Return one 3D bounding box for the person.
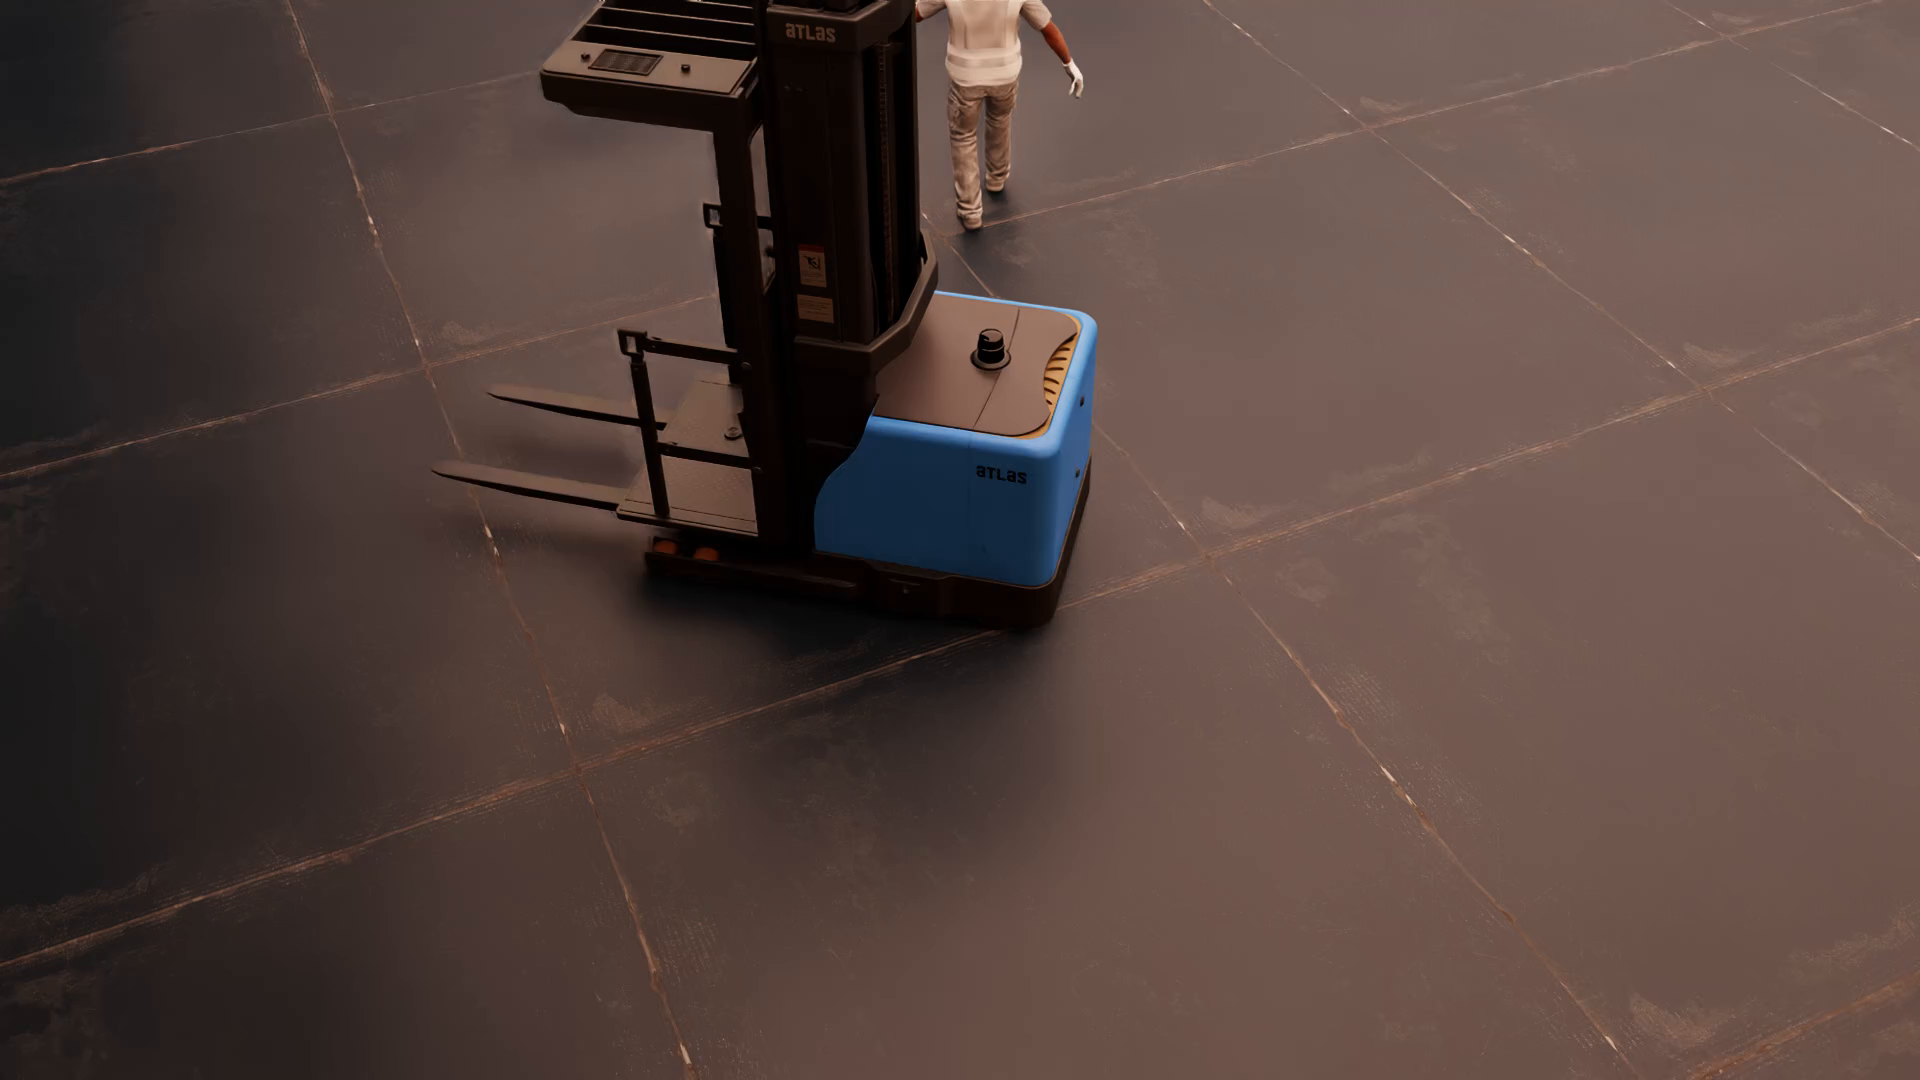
[{"bbox_3d":[0.163,-2.714,9.454,1.003,1.760,0.765,-2,43,-2],"label":"person"}]

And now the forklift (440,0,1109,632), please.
[{"bbox_3d":[-0.906,-1.206,6.972,3.031,2.935,1.130,10,44,10],"label":"forklift"}]
